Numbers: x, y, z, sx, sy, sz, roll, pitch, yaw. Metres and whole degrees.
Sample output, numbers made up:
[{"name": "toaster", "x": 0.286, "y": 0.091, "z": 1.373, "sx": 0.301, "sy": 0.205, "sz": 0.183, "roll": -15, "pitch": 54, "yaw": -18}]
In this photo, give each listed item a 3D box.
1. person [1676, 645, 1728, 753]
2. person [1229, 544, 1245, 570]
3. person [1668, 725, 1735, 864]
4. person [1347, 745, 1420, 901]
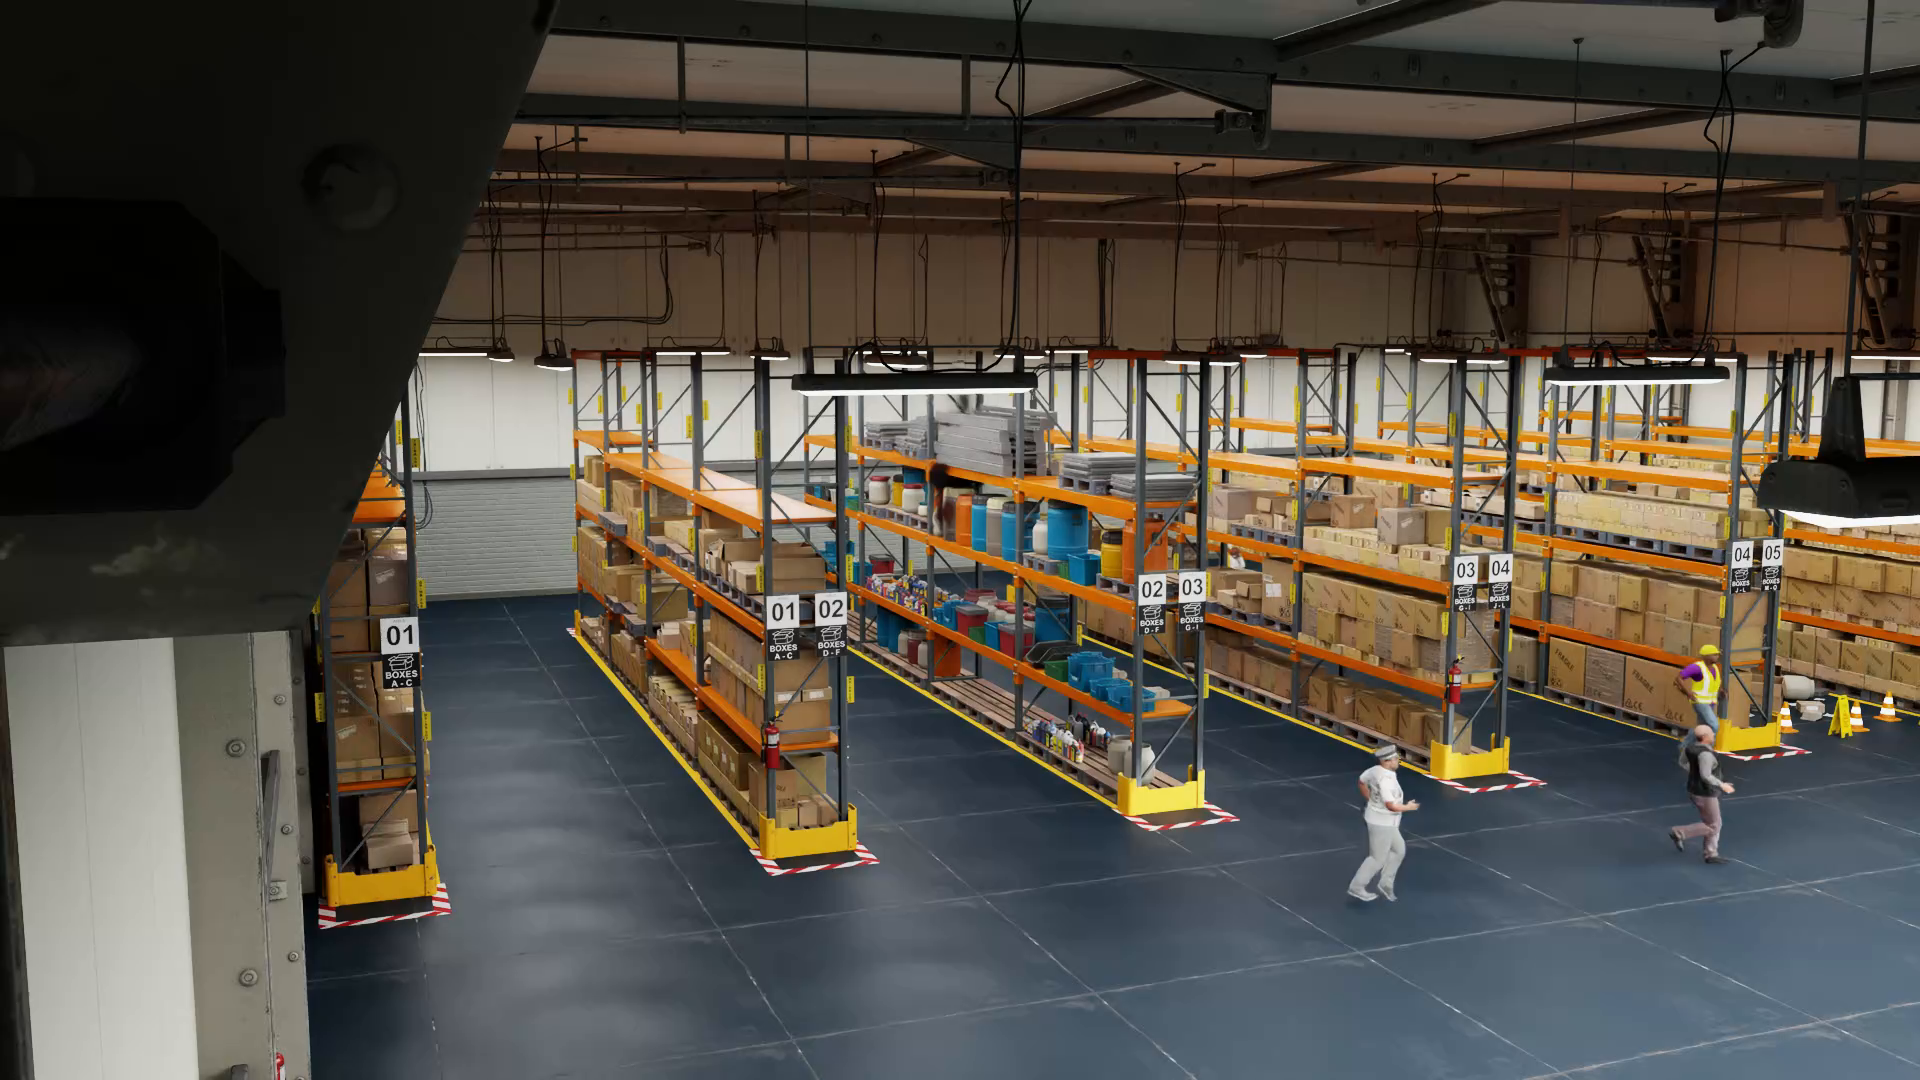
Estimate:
[{"name": "person", "x": 10.965, "y": 2.431, "z": 24.494, "sx": 0.704, "sy": 1.805, "sz": 0.770, "roll": -5, "pitch": 9, "yaw": -34}, {"name": "person", "x": 6.009, "y": 0.915, "z": 36.380, "sx": 0.662, "sy": 1.763, "sz": 0.954, "roll": -3, "pitch": 8, "yaw": -25}, {"name": "person", "x": 8.847, "y": 3.037, "z": 19.863, "sx": 0.778, "sy": 1.692, "sz": 0.661, "roll": 0, "pitch": 7, "yaw": 4}, {"name": "person", "x": 4.712, "y": 3.188, "z": 18.506, "sx": 0.769, "sy": 1.868, "sz": 0.679, "roll": 1, "pitch": 7, "yaw": 6}]
